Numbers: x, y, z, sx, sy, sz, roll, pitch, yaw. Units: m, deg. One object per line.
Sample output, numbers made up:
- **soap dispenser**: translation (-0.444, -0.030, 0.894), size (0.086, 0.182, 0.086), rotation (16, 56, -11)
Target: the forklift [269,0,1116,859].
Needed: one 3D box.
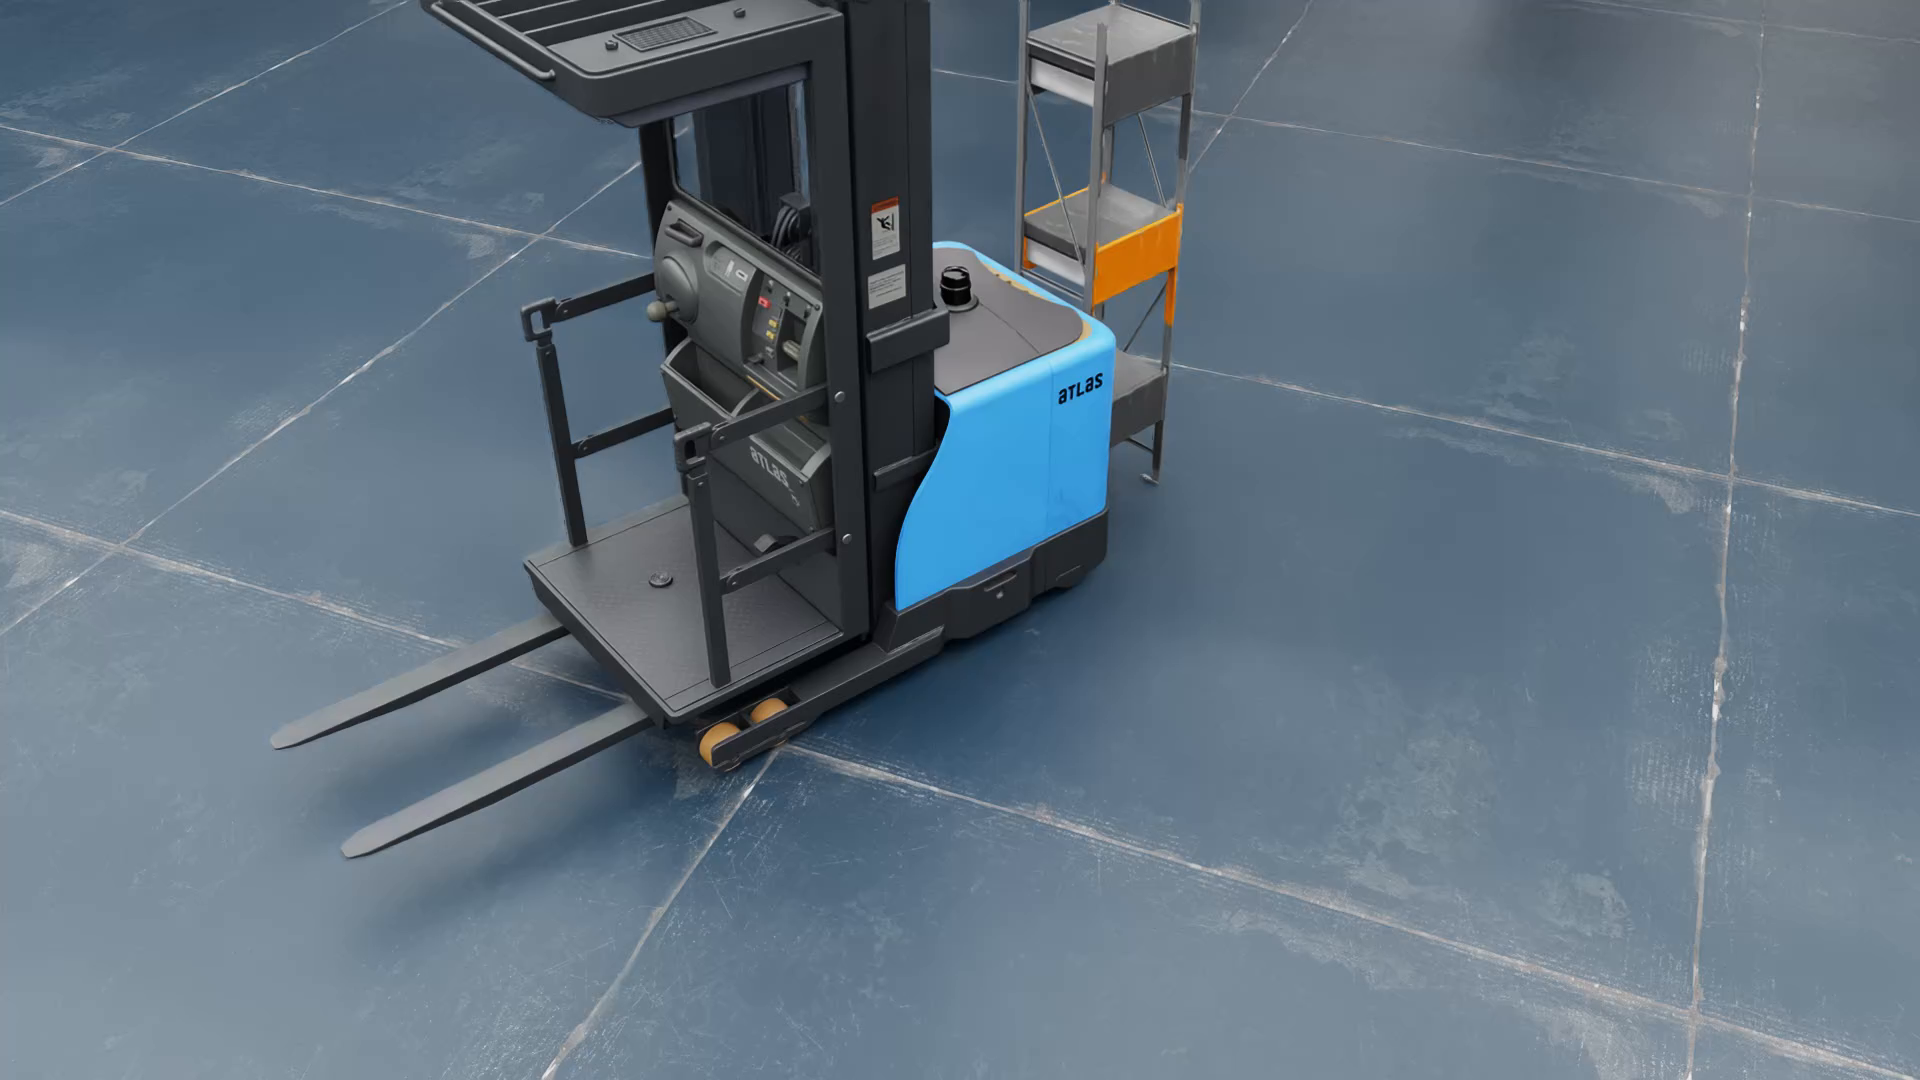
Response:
- **forklift**: translation (-0.892, -0.742, 5.295), size (3.031, 2.935, 1.130), rotation (-25, 44, -30)

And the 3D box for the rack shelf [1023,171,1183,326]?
- **rack shelf**: translation (0.528, -1.051, 6.425), size (0.480, 0.518, 0.431), rotation (-29, 46, -33)

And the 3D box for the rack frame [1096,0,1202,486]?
- **rack frame**: translation (0.706, -1.162, 6.551), size (0.015, 2.100, 0.400), rotation (-29, 46, -33)

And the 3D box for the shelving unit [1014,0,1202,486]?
- **shelving unit**: translation (0.528, -1.062, 6.417), size (0.503, 2.100, 0.431), rotation (-29, 46, -33)

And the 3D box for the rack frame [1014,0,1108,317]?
- **rack frame**: translation (0.351, -0.962, 6.283), size (0.015, 2.100, 0.400), rotation (-29, 46, -33)

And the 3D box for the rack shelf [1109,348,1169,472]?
- **rack shelf**: translation (0.528, -0.490, 6.844), size (0.480, 0.518, 0.431), rotation (-29, 46, -33)

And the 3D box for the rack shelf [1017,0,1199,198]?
- **rack shelf**: translation (0.528, -1.612, 6.006), size (0.480, 0.518, 0.431), rotation (-29, 46, -33)
